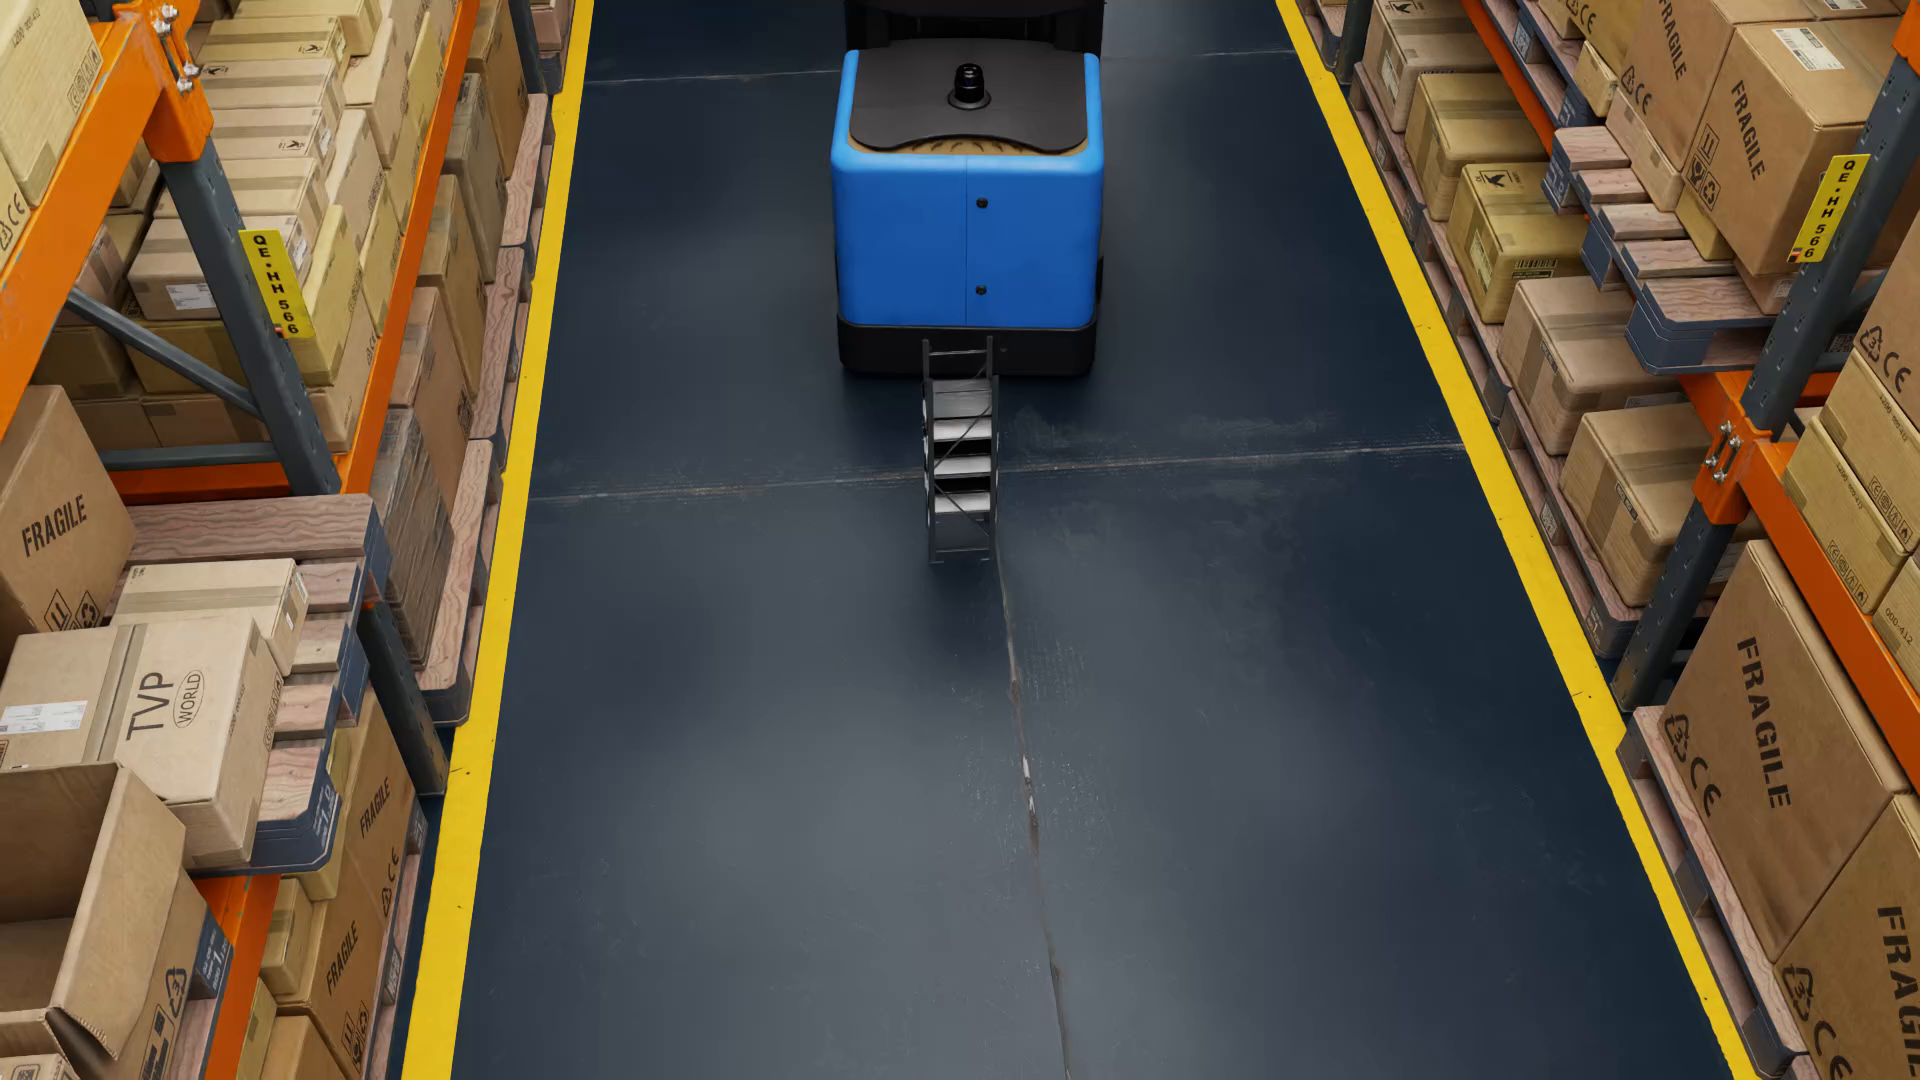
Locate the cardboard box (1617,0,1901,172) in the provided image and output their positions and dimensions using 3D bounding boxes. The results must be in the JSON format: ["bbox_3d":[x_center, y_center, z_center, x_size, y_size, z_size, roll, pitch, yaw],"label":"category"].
[{"bbox_3d":[2.384,-1.476,5.019,0.500,0.500,0.500,-4,47,-4],"label":"cardboard box"}]

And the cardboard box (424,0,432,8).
[{"bbox_3d":[-2.144,-2.138,5.968,0.500,0.250,0.500,-3,47,-3],"label":"cardboard box"}]

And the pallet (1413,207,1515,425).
[{"bbox_3d":[2.591,-0.997,7.049,1.003,0.211,1.213,-3,47,-3],"label":"pallet"}]

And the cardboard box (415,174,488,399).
[{"bbox_3d":[-2.350,-0.945,6.425,0.875,0.625,0.625,-5,47,-5],"label":"cardboard box"}]

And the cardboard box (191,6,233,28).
[{"bbox_3d":[-2.625,-1.731,5.582,0.500,0.250,0.500,-4,47,-4],"label":"cardboard box"}]

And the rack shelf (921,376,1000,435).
[{"bbox_3d":[0.001,-0.466,5.746,0.258,0.077,0.200,-3,47,-3],"label":"rack shelf"}]

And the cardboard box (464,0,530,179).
[{"bbox_3d":[-2.472,-2.050,7.472,0.875,0.625,0.625,-2,47,-2],"label":"cardboard box"}]

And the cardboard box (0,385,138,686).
[{"bbox_3d":[-2.305,-0.002,3.828,0.500,0.500,0.500,-2,47,-1],"label":"cardboard box"}]

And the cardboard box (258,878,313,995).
[{"bbox_3d":[-1.867,1.017,4.206,0.380,0.149,0.250,-5,47,-5],"label":"cardboard box"}]

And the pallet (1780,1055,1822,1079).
[{"bbox_3d":[2.843,1.905,4.301,1.003,0.211,1.213,-3,47,-3],"label":"pallet"}]

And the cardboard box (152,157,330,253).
[{"bbox_3d":[-1.949,-0.904,4.525,0.380,0.149,0.250,-3,47,-2],"label":"cardboard box"}]

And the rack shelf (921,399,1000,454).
[{"bbox_3d":[0.001,-0.404,5.811,0.258,0.077,0.200,-3,47,-3],"label":"rack shelf"}]

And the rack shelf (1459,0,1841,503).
[{"bbox_3d":[2.586,-1.709,6.298,1.077,0.370,4.000,-3,47,-3],"label":"rack shelf"}]

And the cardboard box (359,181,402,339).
[{"bbox_3d":[-2.023,-0.854,5.096,0.500,0.250,0.500,-4,47,-4],"label":"cardboard box"}]

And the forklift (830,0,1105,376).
[{"bbox_3d":[0.066,-2.734,6.820,1.130,2.935,3.031,1,47,1],"label":"forklift"}]

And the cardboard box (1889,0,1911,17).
[{"bbox_3d":[2.896,-1.507,5.048,0.500,0.500,0.500,-1,47,-1],"label":"cardboard box"}]

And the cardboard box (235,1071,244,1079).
[{"bbox_3d":[-1.869,1.392,3.852,0.380,0.149,0.250,-4,47,-4],"label":"cardboard box"}]

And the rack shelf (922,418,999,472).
[{"bbox_3d":[0.001,-0.343,5.877,0.258,0.077,0.200,-3,47,-3],"label":"rack shelf"}]

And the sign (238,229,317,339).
[{"bbox_3d":[-1.652,-0.616,4.025,0.100,0.325,0.005,-3,47,-3],"label":"sign"}]

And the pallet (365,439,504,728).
[{"bbox_3d":[-2.222,0.155,5.957,1.003,0.211,1.213,-3,47,-3],"label":"pallet"}]

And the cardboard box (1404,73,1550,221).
[{"bbox_3d":[2.529,-1.745,7.358,0.950,0.372,0.625,-1,47,-1],"label":"cardboard box"}]

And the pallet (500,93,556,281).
[{"bbox_3d":[-2.427,-1.610,7.629,1.003,0.211,1.213,-3,47,-3],"label":"pallet"}]

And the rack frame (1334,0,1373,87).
[{"bbox_3d":[2.419,-3.404,7.408,1.000,3.000,0.127,-3,47,-3],"label":"rack frame"}]

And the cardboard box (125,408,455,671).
[{"bbox_3d":[-2.231,0.015,5.516,0.875,0.625,0.625,-2,47,-2],"label":"cardboard box"}]

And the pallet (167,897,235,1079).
[{"bbox_3d":[-2.025,1.267,3.116,1.003,0.211,1.213,-3,47,-3],"label":"pallet"}]

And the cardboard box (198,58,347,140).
[{"bbox_3d":[-2.031,-1.277,4.878,0.380,0.149,0.250,-3,47,-3],"label":"cardboard box"}]

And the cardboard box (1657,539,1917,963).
[{"bbox_3d":[2.729,0.581,4.808,0.875,0.875,0.875,-4,47,-4],"label":"cardboard box"}]

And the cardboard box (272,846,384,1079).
[{"bbox_3d":[-1.911,1.165,4.513,0.500,0.500,0.500,-4,47,-4],"label":"cardboard box"}]

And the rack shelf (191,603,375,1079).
[{"bbox_3d":[-2.025,1.489,3.269,1.077,0.370,4.000,-3,47,-3],"label":"rack shelf"}]

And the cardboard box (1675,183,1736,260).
[{"bbox_3d":[2.397,-0.980,4.996,0.380,0.149,0.250,-3,47,-3],"label":"cardboard box"}]

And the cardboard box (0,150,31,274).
[{"bbox_3d":[-1.865,-0.465,2.662,0.500,0.250,0.500,-3,47,-3],"label":"cardboard box"}]

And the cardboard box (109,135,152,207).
[{"bbox_3d":[-2.516,-1.059,4.672,0.380,0.149,0.250,-4,47,-3],"label":"cardboard box"}]

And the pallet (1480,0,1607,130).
[{"bbox_3d":[2.547,-1.874,6.091,1.003,0.211,1.213,-3,47,-3],"label":"pallet"}]

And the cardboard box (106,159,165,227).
[{"bbox_3d":[-2.552,-1.004,4.894,0.500,0.250,0.500,-3,47,-3],"label":"cardboard box"}]

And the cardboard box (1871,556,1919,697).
[{"bbox_3d":[2.604,0.282,4.021,0.500,0.250,0.500,-5,47,-4],"label":"cardboard box"}]

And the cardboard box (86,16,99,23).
[{"bbox_3d":[-2.654,-1.602,5.186,0.380,0.149,0.250,-4,47,-4],"label":"cardboard box"}]

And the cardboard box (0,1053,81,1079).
[{"bbox_3d":[-1.784,1.204,2.686,0.700,0.500,0.500,-4,47,-3],"label":"cardboard box"}]

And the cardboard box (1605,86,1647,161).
[{"bbox_3d":[2.318,-1.342,5.339,0.380,0.149,0.250,-5,47,-5],"label":"cardboard box"}]

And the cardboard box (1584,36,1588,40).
[{"bbox_3d":[2.386,-1.730,5.706,0.380,0.149,0.250,-3,47,-3],"label":"cardboard box"}]

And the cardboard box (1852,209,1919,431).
[{"bbox_3d":[2.551,-0.516,3.915,0.500,0.500,0.500,-5,47,-5],"label":"cardboard box"}]

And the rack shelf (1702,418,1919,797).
[{"bbox_3d":[2.921,1.185,3.558,1.077,0.370,4.000,-3,47,-3],"label":"rack shelf"}]

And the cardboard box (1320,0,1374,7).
[{"bbox_3d":[2.101,-3.014,8.643,0.500,0.250,0.500,-2,47,-1],"label":"cardboard box"}]

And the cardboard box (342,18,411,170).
[{"bbox_3d":[-2.053,-1.404,5.272,0.500,0.250,0.500,-5,47,-4],"label":"cardboard box"}]

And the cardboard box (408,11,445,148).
[{"bbox_3d":[-2.115,-1.602,5.804,0.500,0.250,0.500,-2,47,-2],"label":"cardboard box"}]

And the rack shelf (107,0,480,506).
[{"bbox_3d":[-2.360,-1.405,6.010,1.077,0.370,4.000,-3,47,-3],"label":"rack shelf"}]

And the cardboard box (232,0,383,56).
[{"bbox_3d":[-2.044,-1.645,5.226,0.380,0.149,0.250,-3,47,-2],"label":"cardboard box"}]

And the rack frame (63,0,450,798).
[{"bbox_3d":[-2.192,-0.205,4.379,1.000,3.000,0.127,-3,47,-3],"label":"rack frame"}]

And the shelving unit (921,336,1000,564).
[{"bbox_3d":[0.001,-0.304,5.918,0.258,0.900,0.210,-3,47,-3],"label":"shelving unit"}]

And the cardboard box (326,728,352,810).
[{"bbox_3d":[-1.899,0.629,4.574,0.380,0.149,0.250,-6,47,-5],"label":"cardboard box"}]

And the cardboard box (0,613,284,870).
[{"bbox_3d":[-1.782,0.445,3.576,0.500,0.250,0.500,-5,47,-5],"label":"cardboard box"}]

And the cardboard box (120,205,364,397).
[{"bbox_3d":[-1.961,-0.663,4.571,0.500,0.250,0.500,-4,47,-3],"label":"cardboard box"}]

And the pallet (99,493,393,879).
[{"bbox_3d":[-2.066,0.347,3.988,1.213,0.211,1.003,-3,47,-3],"label":"pallet"}]

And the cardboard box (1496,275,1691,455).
[{"bbox_3d":[2.646,-0.693,6.361,0.950,0.372,0.625,-4,47,-4],"label":"cardboard box"}]

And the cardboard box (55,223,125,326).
[{"bbox_3d":[-2.421,-0.686,4.318,0.380,0.149,0.250,-2,47,-2],"label":"cardboard box"}]

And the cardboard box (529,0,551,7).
[{"bbox_3d":[-2.260,-2.839,8.133,0.500,0.250,0.500,-4,47,-3],"label":"cardboard box"}]

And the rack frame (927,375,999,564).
[{"bbox_3d":[0.009,-0.230,5.848,0.240,0.900,0.006,-3,47,-3],"label":"rack frame"}]

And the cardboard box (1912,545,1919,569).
[{"bbox_3d":[2.592,0.126,3.824,0.500,0.250,0.500,-2,47,-2],"label":"cardboard box"}]
